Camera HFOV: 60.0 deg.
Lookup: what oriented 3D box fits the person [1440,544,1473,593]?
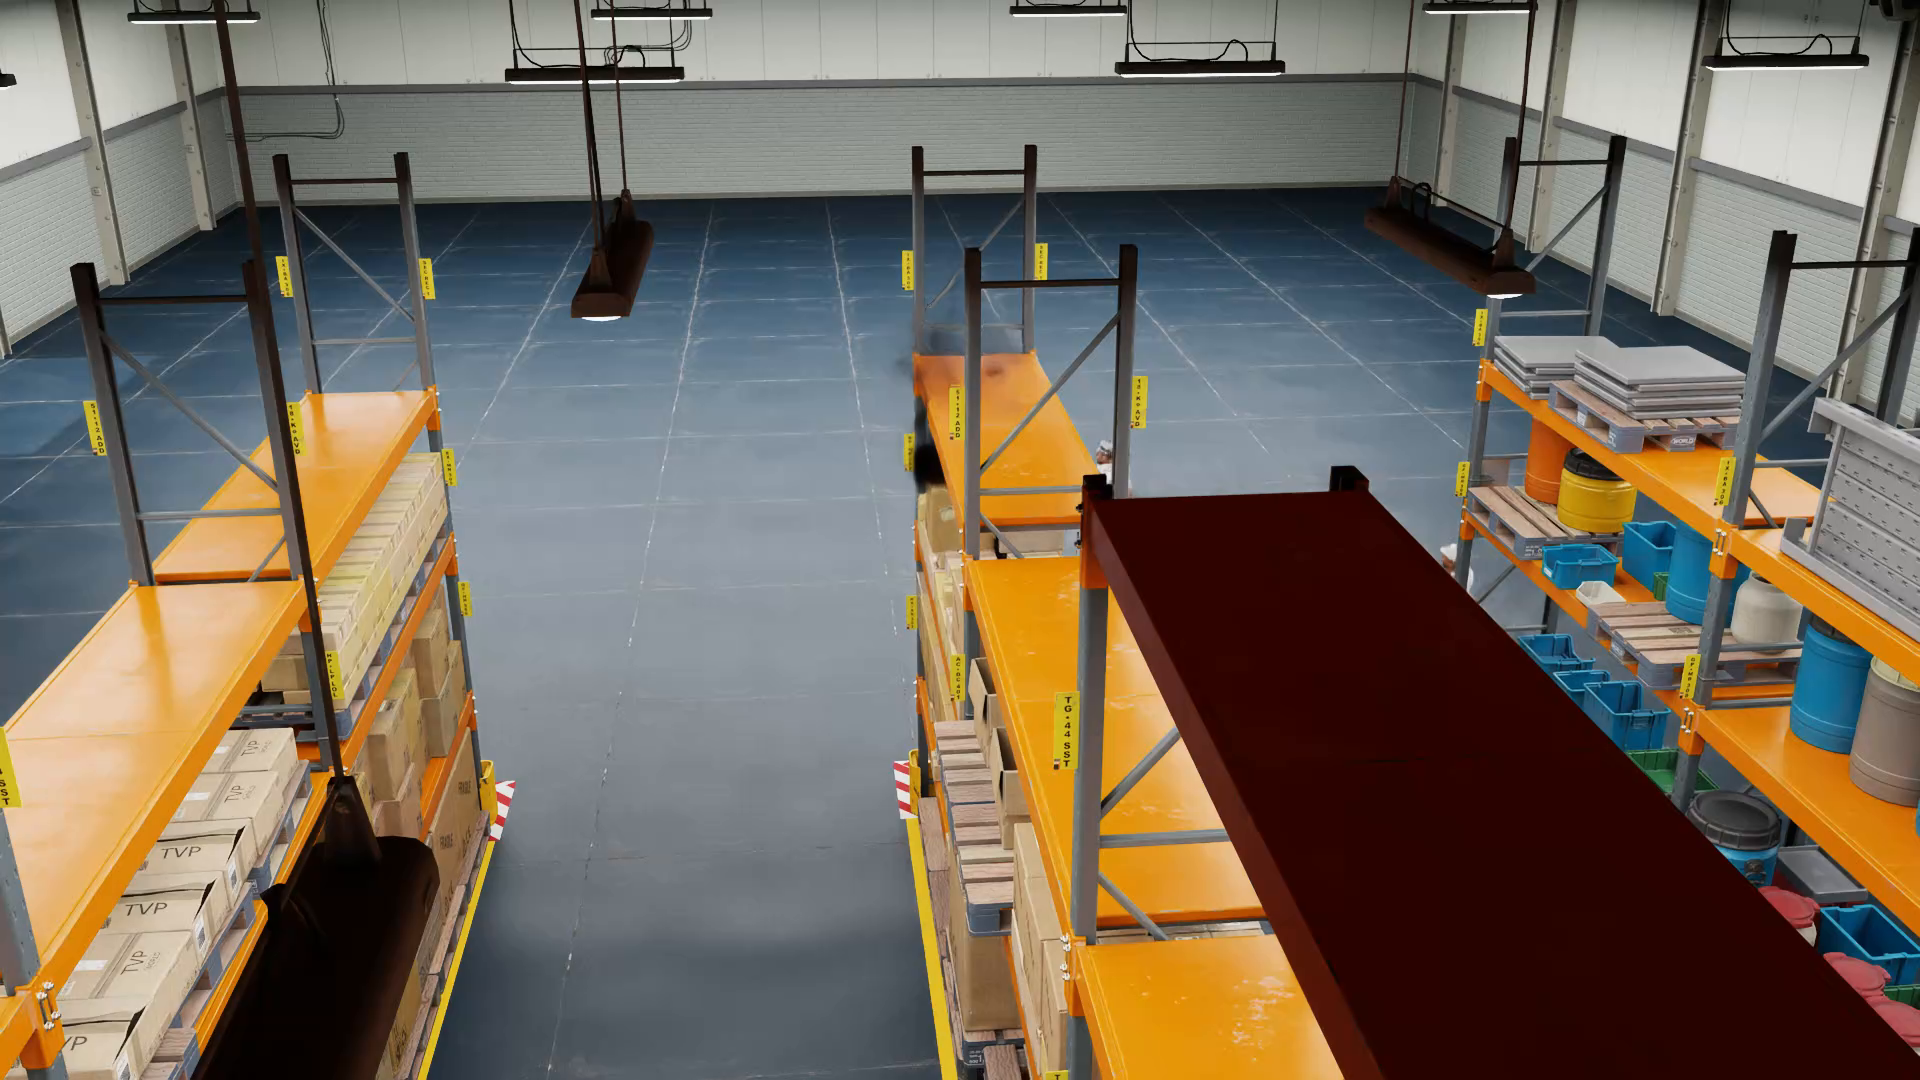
[{"bbox_3d":[4.983,0.854,17.137,0.605,1.753,0.727,15,26,33],"label":"person"}]

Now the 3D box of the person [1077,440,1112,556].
[{"bbox_3d":[1.719,-0.341,20.038,0.964,1.788,0.656,8,23,19],"label":"person"}]
